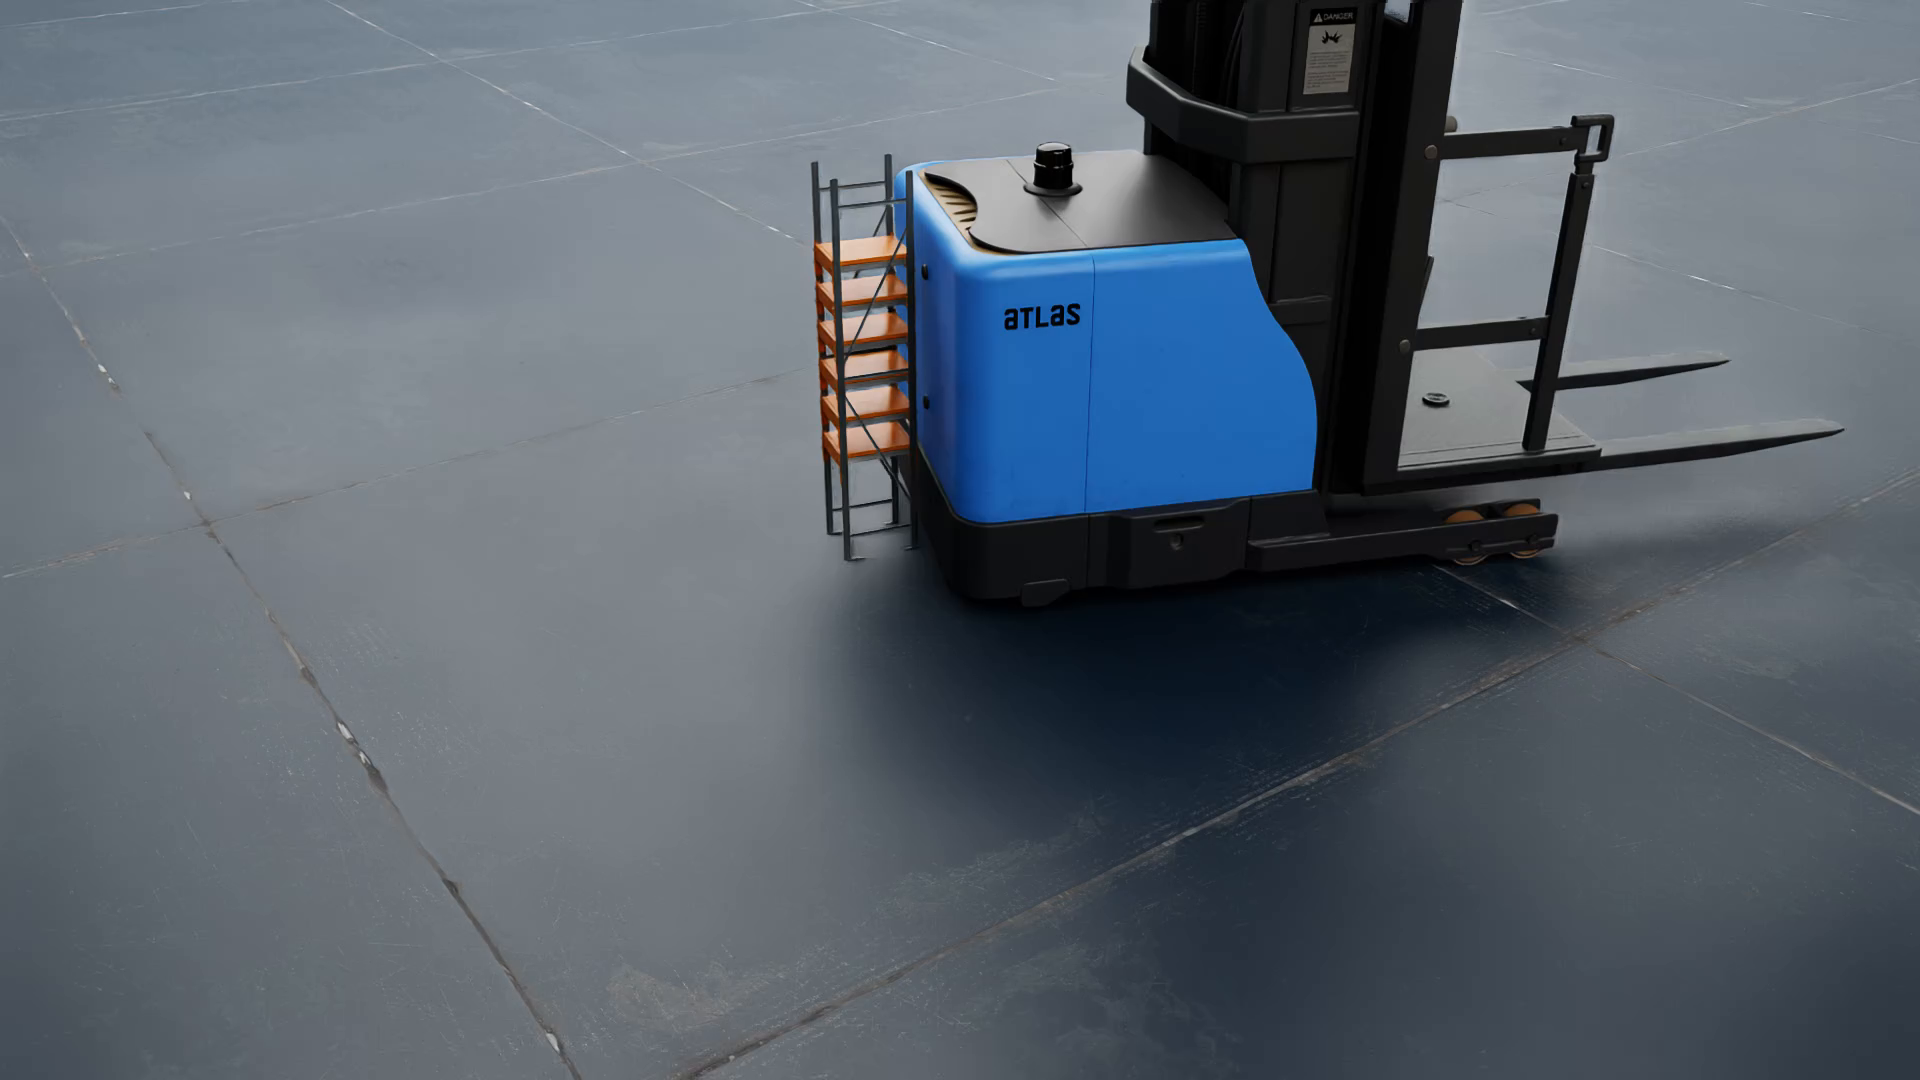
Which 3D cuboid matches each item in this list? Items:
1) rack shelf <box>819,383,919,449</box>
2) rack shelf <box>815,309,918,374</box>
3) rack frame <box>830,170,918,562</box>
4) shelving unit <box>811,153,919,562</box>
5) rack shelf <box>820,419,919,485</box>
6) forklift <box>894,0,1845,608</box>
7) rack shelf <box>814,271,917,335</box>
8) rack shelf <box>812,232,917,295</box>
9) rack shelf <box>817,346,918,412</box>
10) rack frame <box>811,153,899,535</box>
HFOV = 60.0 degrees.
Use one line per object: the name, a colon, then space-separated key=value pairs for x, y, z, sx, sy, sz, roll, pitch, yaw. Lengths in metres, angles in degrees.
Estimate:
rack shelf: x=-0.277 y=-0.378 z=5.033 sx=0.258 sy=0.103 sz=0.180 roll=-10 pitch=30 yaw=-18
rack shelf: x=-0.277 y=-0.589 z=4.919 sx=0.258 sy=0.103 sz=0.180 roll=-10 pitch=30 yaw=-18
rack frame: x=-0.244 y=-0.482 z=4.880 sx=0.240 sy=1.200 sz=0.006 roll=-10 pitch=30 yaw=-18
shelving unit: x=-0.277 y=-0.523 z=4.955 sx=0.258 sy=1.200 sz=0.189 roll=-10 pitch=30 yaw=-18
rack shelf: x=-0.277 y=-0.273 z=5.091 sx=0.258 sy=0.103 sz=0.180 roll=-10 pitch=30 yaw=-18
forklift: x=1.356 y=-1.449 z=4.847 sx=3.031 sy=2.935 sz=1.130 roll=-6 pitch=29 yaw=-11
rack shelf: x=-0.277 y=-0.694 z=4.862 sx=0.258 sy=0.103 sz=0.180 roll=-10 pitch=30 yaw=-18
rack shelf: x=-0.277 y=-0.800 z=4.804 sx=0.258 sy=0.103 sz=0.180 roll=-10 pitch=30 yaw=-18
rack shelf: x=-0.277 y=-0.483 z=4.976 sx=0.258 sy=0.103 sz=0.180 roll=-10 pitch=30 yaw=-18
rack frame: x=-0.309 y=-0.563 z=5.030 sx=0.240 sy=1.200 sz=0.006 roll=-10 pitch=30 yaw=-18
